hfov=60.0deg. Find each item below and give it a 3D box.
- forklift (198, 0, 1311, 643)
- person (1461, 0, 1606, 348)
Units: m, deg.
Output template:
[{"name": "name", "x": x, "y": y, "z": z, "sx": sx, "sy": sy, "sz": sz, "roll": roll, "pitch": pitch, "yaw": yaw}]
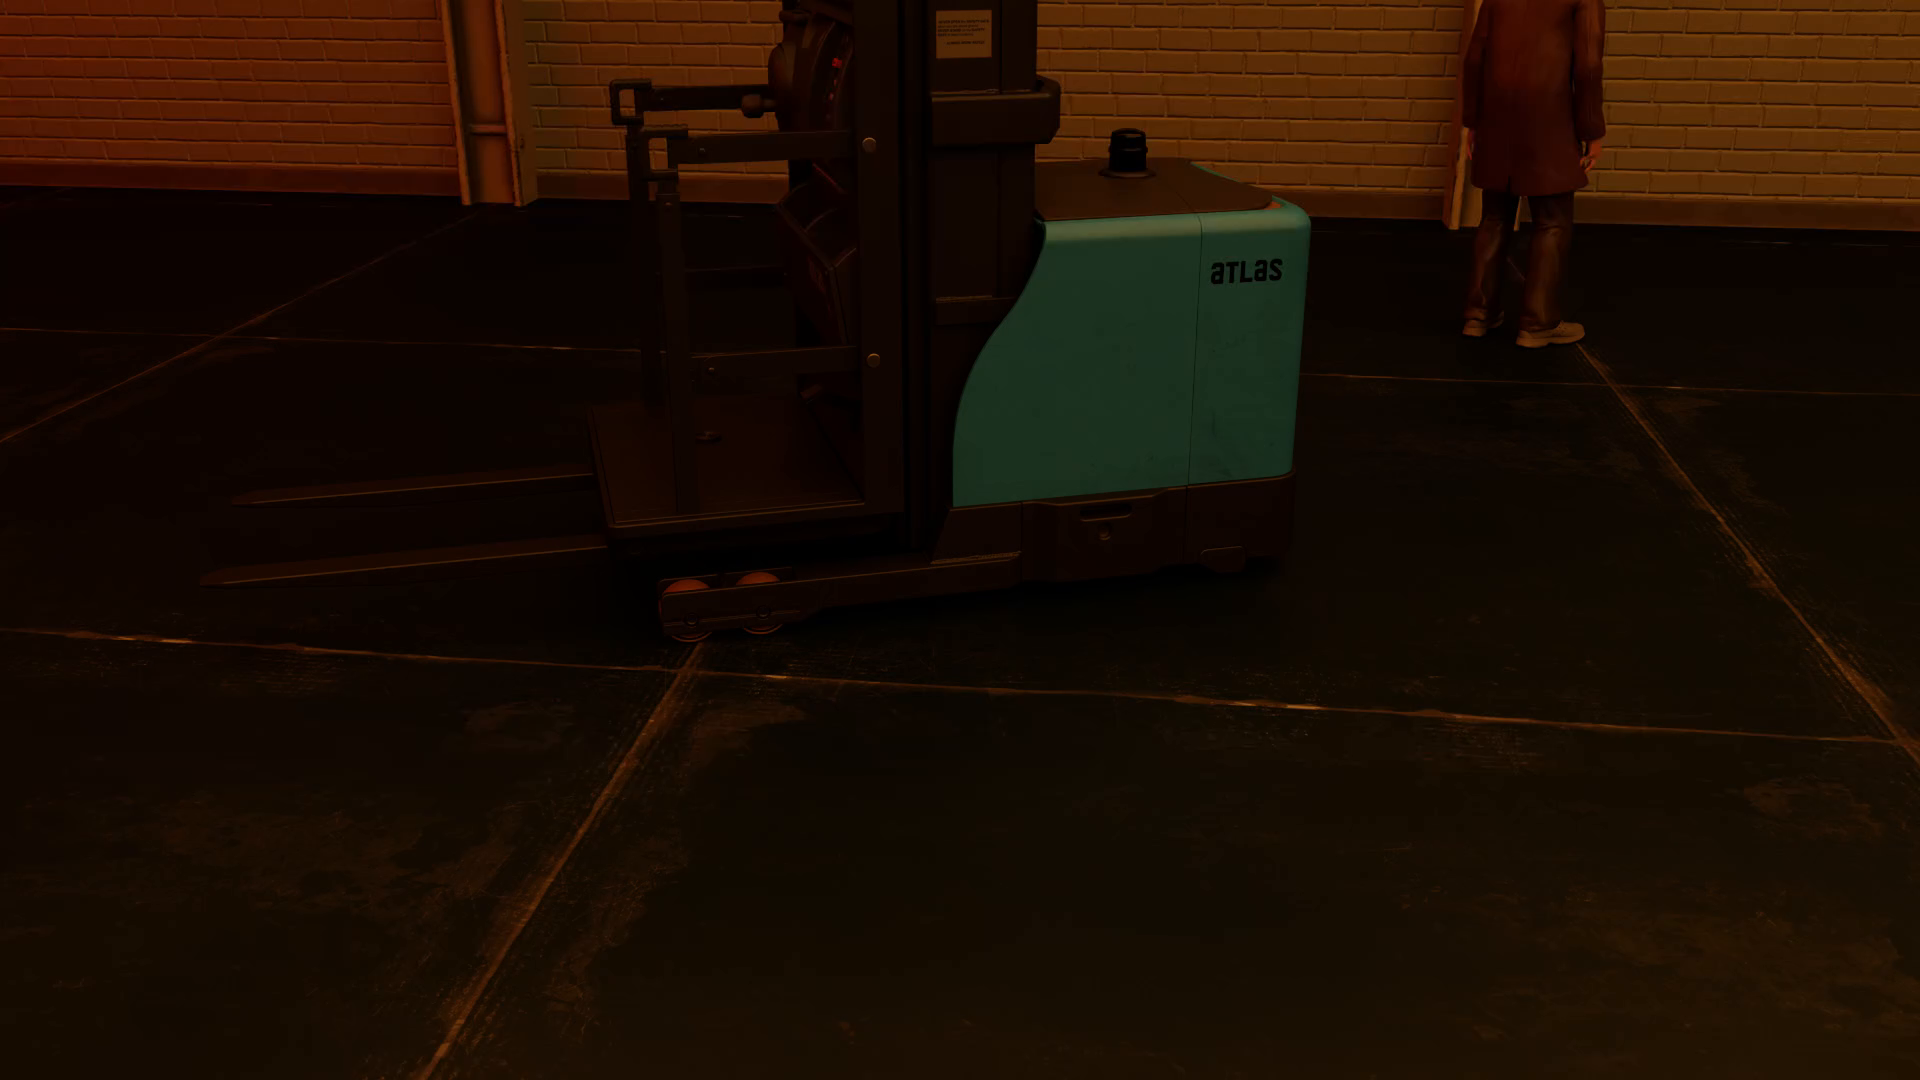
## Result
[{"name": "forklift", "x": -0.588, "y": -1.301, "z": 4.485, "sx": 3.031, "sy": 2.935, "sz": 1.130, "roll": -6, "pitch": 23, "yaw": -14}, {"name": "person", "x": 2.440, "y": -1.737, "z": 7.115, "sx": 0.420, "sy": 1.774, "sz": 0.648, "roll": -20, "pitch": 29, "yaw": -40}]
